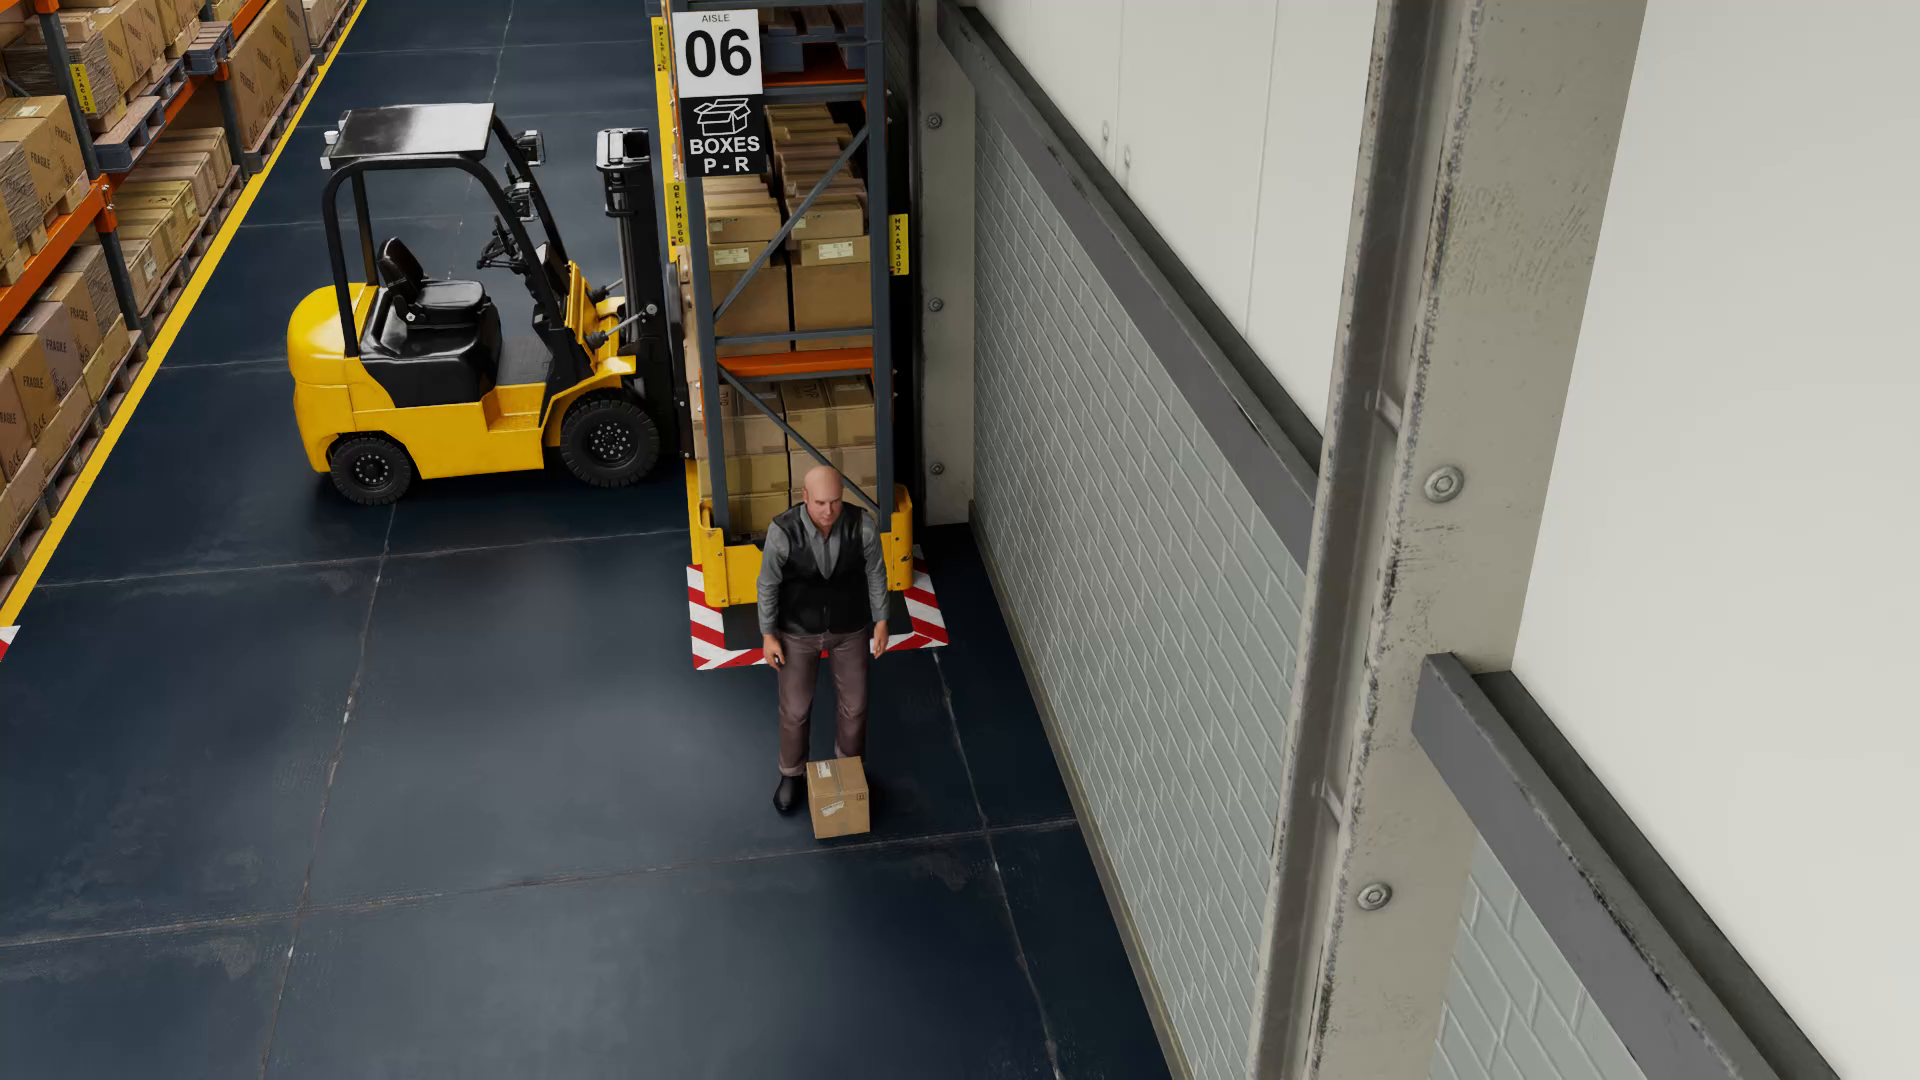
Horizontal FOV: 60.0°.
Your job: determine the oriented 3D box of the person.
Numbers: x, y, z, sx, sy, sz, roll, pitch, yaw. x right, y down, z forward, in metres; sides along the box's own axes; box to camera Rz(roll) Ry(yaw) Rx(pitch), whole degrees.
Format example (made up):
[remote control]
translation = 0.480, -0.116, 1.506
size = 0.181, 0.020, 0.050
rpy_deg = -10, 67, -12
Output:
[person]
translation = -0.608, 0.403, 7.476
size = 0.589, 1.722, 0.410
rpy_deg = -6, 31, -11
